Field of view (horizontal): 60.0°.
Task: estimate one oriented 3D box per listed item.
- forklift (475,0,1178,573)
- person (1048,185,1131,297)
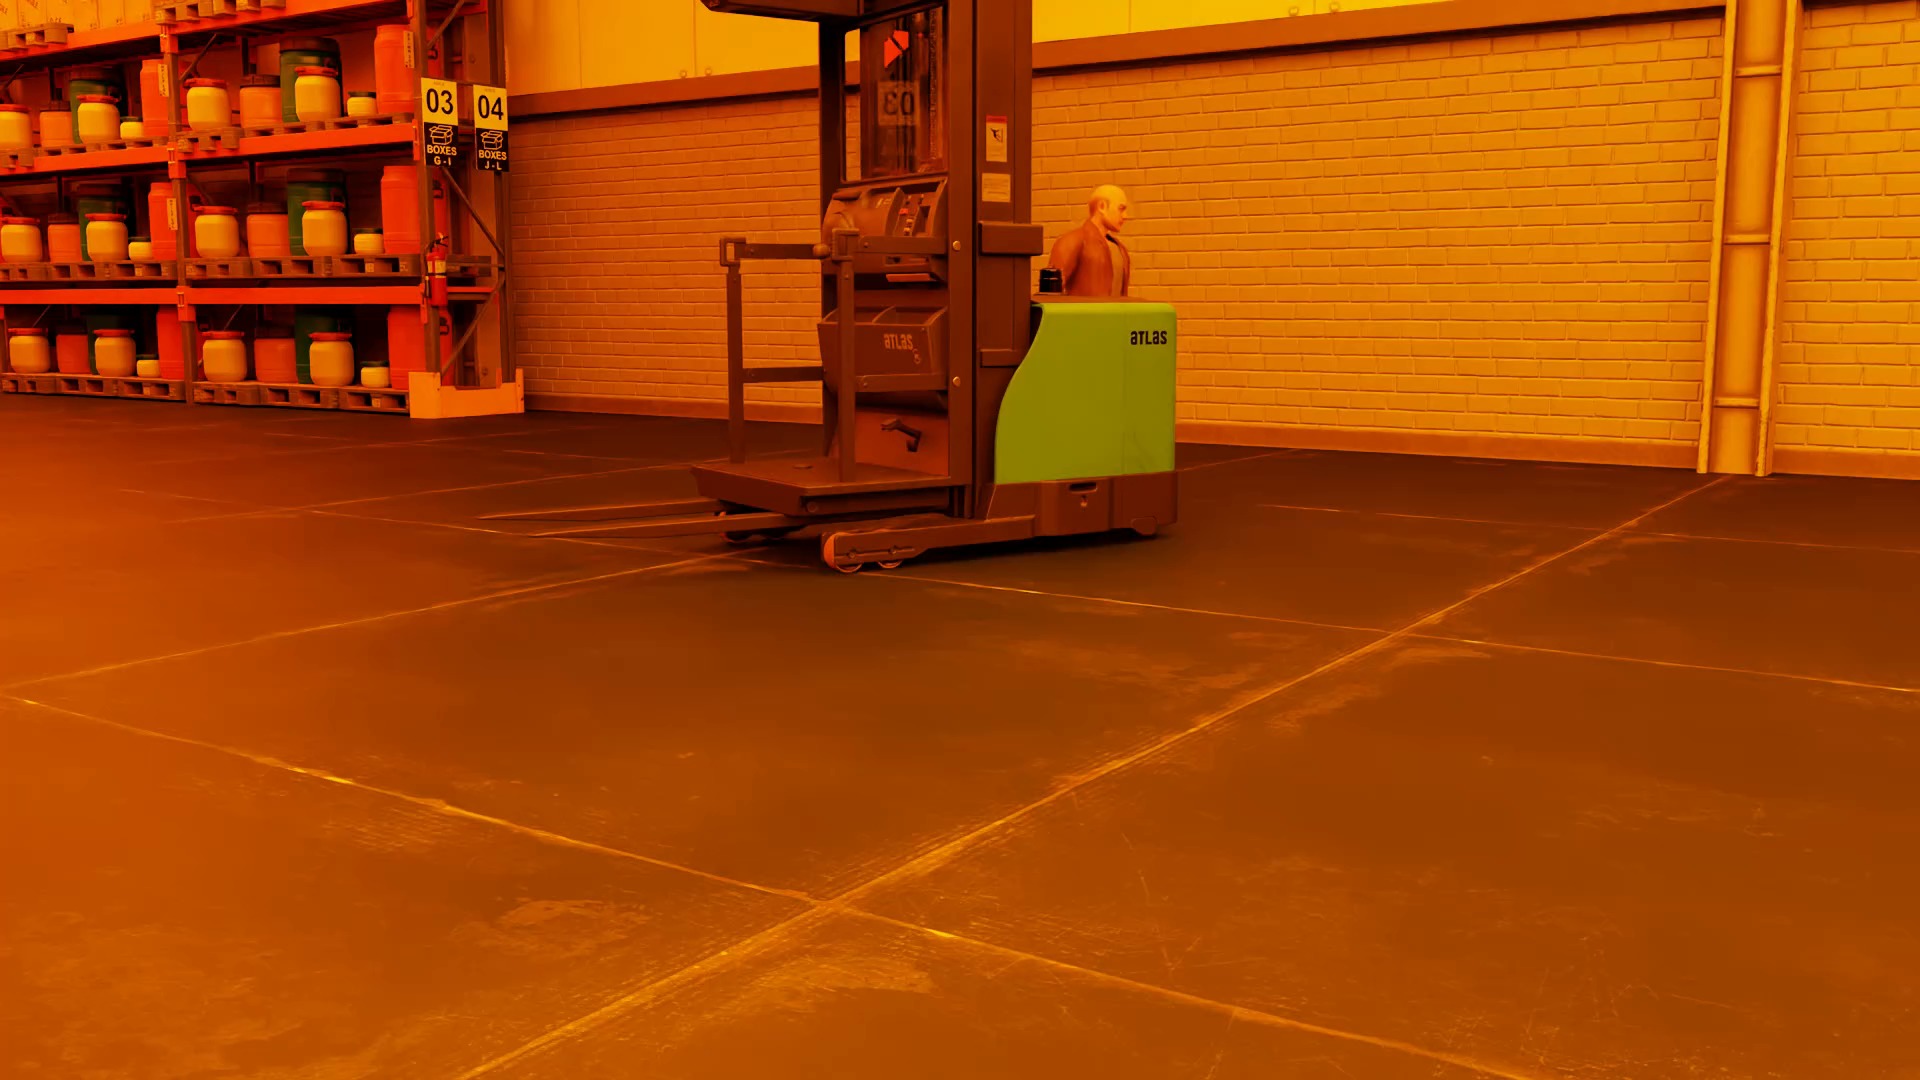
[{"bbox_3d":[-0.507,-1.403,7.061,3.031,2.935,1.130,-5,10,-33],"label":"forklift"},{"bbox_3d":[0.704,-1.094,9.082,0.585,1.669,0.928,7,11,41],"label":"person"}]
